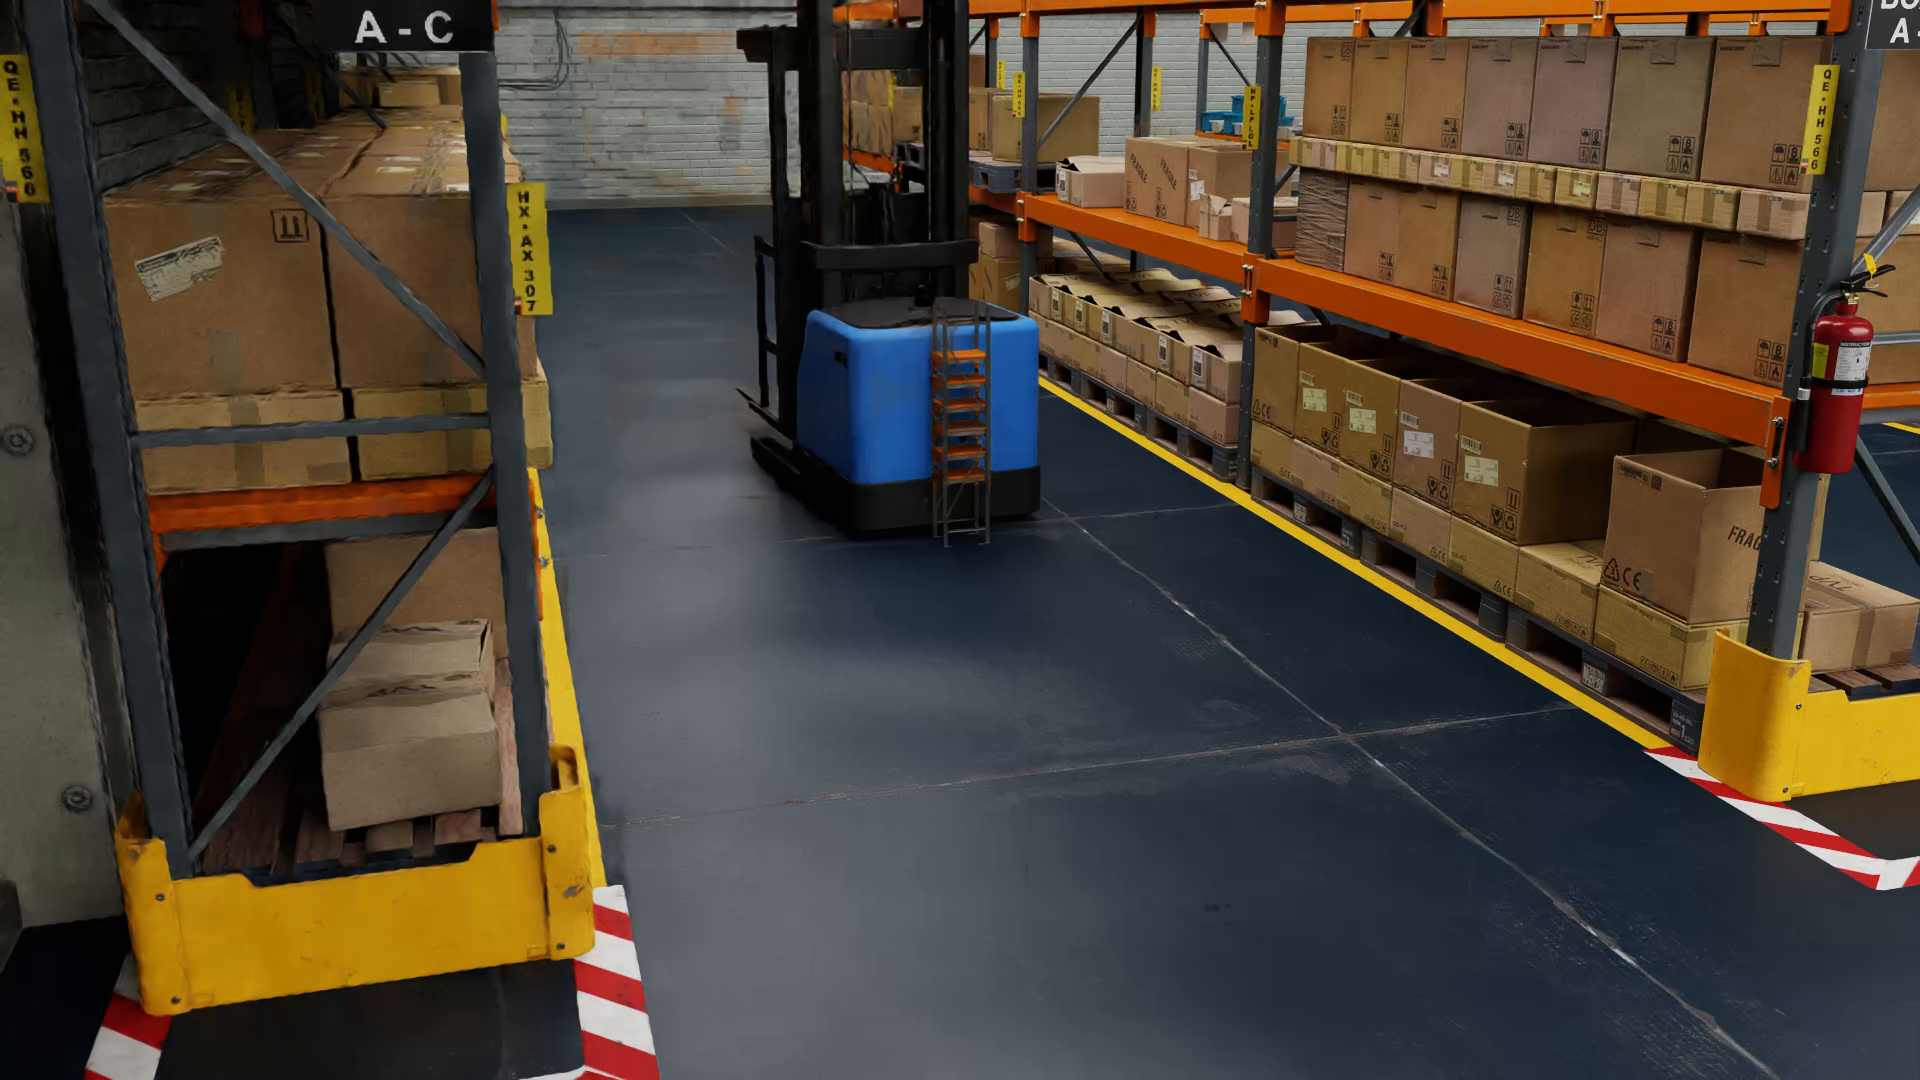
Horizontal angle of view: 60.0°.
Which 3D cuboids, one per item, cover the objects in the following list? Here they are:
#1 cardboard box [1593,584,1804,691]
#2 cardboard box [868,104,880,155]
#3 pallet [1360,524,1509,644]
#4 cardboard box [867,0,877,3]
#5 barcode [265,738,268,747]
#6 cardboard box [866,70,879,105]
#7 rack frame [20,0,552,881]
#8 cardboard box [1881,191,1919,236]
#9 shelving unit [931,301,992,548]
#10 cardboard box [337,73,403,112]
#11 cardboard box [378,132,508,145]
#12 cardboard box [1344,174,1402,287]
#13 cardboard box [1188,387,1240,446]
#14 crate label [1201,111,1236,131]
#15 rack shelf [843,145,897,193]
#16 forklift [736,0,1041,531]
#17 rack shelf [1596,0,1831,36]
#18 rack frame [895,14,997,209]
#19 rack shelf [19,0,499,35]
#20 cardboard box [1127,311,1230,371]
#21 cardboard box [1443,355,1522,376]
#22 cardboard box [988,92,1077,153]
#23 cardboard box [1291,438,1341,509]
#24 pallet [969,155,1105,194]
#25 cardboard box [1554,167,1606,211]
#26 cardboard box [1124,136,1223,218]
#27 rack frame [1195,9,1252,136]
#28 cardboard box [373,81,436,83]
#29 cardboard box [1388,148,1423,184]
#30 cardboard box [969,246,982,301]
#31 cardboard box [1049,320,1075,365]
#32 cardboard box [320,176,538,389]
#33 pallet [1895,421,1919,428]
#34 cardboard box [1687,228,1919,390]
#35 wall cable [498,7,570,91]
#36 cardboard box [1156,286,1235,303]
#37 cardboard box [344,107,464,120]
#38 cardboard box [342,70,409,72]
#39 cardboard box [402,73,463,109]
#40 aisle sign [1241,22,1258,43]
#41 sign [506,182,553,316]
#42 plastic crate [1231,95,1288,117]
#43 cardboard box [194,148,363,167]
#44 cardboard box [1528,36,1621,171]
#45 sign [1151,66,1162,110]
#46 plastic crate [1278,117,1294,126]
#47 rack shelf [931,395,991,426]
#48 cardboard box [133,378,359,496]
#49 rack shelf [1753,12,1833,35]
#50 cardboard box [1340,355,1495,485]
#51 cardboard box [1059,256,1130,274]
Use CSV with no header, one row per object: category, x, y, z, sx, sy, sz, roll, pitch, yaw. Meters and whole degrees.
cardboard box,2.733,0.332,6.181,0.500,0.250,0.500,-5,17,-15
cardboard box,-0.660,-4.286,17.333,0.500,0.500,0.500,-4,17,-14
pallet,2.582,0.132,7.646,1.003,0.211,1.213,-5,17,-15
cardboard box,-0.650,-5.595,16.911,0.500,0.250,0.500,-5,17,-15
barcode,-2.091,0.635,5.017,0.001,0.075,0.075,-5,17,-15
cardboard box,-0.665,-4.765,17.191,0.500,0.500,0.500,-5,17,-16
rack frame,-1.597,-0.266,4.123,1.000,3.000,0.127,-5,17,-15
cardboard box,3.264,-1.143,5.740,0.380,0.149,0.250,-5,17,-16
shelving unit,0.005,-0.570,8.264,0.258,1.200,0.189,-5,17,-17
cardboard box,-4.170,-3.143,11.671,0.500,0.250,0.500,-4,17,-14
cardboard box,-2.127,-1.425,6.905,0.500,0.500,0.500,-5,17,-16
cardboard box,2.344,-1.545,8.208,0.700,0.500,0.500,-5,17,-16
cardboard box,1.673,-0.741,9.754,0.500,0.250,0.500,-5,17,-16
crate label,3.282,-5.329,21.165,0.416,0.233,0.303,-5,17,-15
rack shelf,-0.683,-4.186,18.426,1.077,0.370,4.000,-5,17,-15
forklift,-0.598,-1.833,9.459,1.130,2.935,3.031,-7,18,-21
rack shelf,6.279,-3.801,11.927,1.077,0.370,4.000,-5,17,-15
rack frame,-0.133,-3.978,16.480,1.000,3.000,0.127,-5,17,-15
rack shelf,-2.147,-1.911,5.637,1.077,0.370,4.000,-5,17,-15
cardboard box,1.394,-1.289,10.603,0.500,0.311,0.500,-5,17,-15
cardboard box,2.670,-0.620,8.048,0.500,0.500,0.500,-5,17,-15
cardboard box,0.617,-3.554,14.165,0.700,0.500,0.500,-1,17,-5
cardboard box,2.034,-0.358,8.480,0.500,0.250,0.500,-5,17,-15
pallet,0.712,-2.961,13.430,1.213,0.211,1.003,-5,17,-15
cardboard box,2.593,-1.393,6.574,0.380,0.149,0.250,-4,17,-14
cardboard box,1.443,-2.456,11.242,0.500,0.500,0.500,-6,18,-18
rack frame,3.531,-5.475,21.464,1.000,3.000,0.127,-5,17,-15
cardboard box,-3.672,-2.955,11.009,0.380,0.149,0.250,-7,18,-22
cardboard box,2.235,-1.751,7.767,0.380,0.149,0.250,-5,18,-17
cardboard box,0.341,-2.268,14.369,0.500,0.500,0.500,-5,18,-17
cardboard box,0.966,-1.449,12.110,0.500,0.250,0.500,-5,17,-17
cardboard box,-1.440,-0.719,4.552,0.500,0.500,0.500,-5,17,-15
pallet,6.576,-1.034,11.528,1.003,0.211,1.213,-5,17,-15
cardboard box,3.048,-0.837,5.849,0.700,0.500,0.500,-5,17,-15
wall cable,-7.205,-7.670,23.743,3.097,2.526,0.112,-5,17,-15
cardboard box,1.632,-1.616,11.691,0.500,0.311,0.500,-5,17,-16
cardboard box,-3.478,-2.456,10.474,0.700,0.500,0.500,-6,18,-20
cardboard box,-4.587,-3.569,13.091,0.500,0.250,0.500,-5,17,-17
cardboard box,-3.681,-3.192,11.834,0.500,0.250,0.500,-4,17,-14
aisle sign,3.793,-6.763,21.233,0.394,0.787,0.004,-5,17,-15
sign,-1.076,-0.723,4.141,0.100,0.325,0.005,-5,17,-15
plastic crate,3.803,-5.443,21.191,0.616,0.435,0.499,-5,17,-15
cardboard box,-2.345,-1.098,5.817,0.500,0.500,0.500,-4,17,-14
cardboard box,2.745,-1.757,6.658,0.700,0.500,0.500,-5,17,-15
sign,1.499,-3.471,12.780,0.100,0.325,0.005,-5,17,-15
plastic crate,3.727,-4.882,19.677,0.416,0.233,0.300,-5,17,-15
rack shelf,0.005,-0.643,8.242,0.258,0.103,0.180,-5,17,-17
cardboard box,-1.912,-0.318,4.521,0.500,0.250,0.500,-4,17,-14
rack shelf,9.942,-5.299,16.915,1.077,0.370,4.000,-5,17,-15
cardboard box,2.167,-0.579,7.911,0.500,0.500,0.500,-5,17,-15
cardboard box,1.116,-2.033,13.588,0.500,0.500,0.500,-4,17,-13
